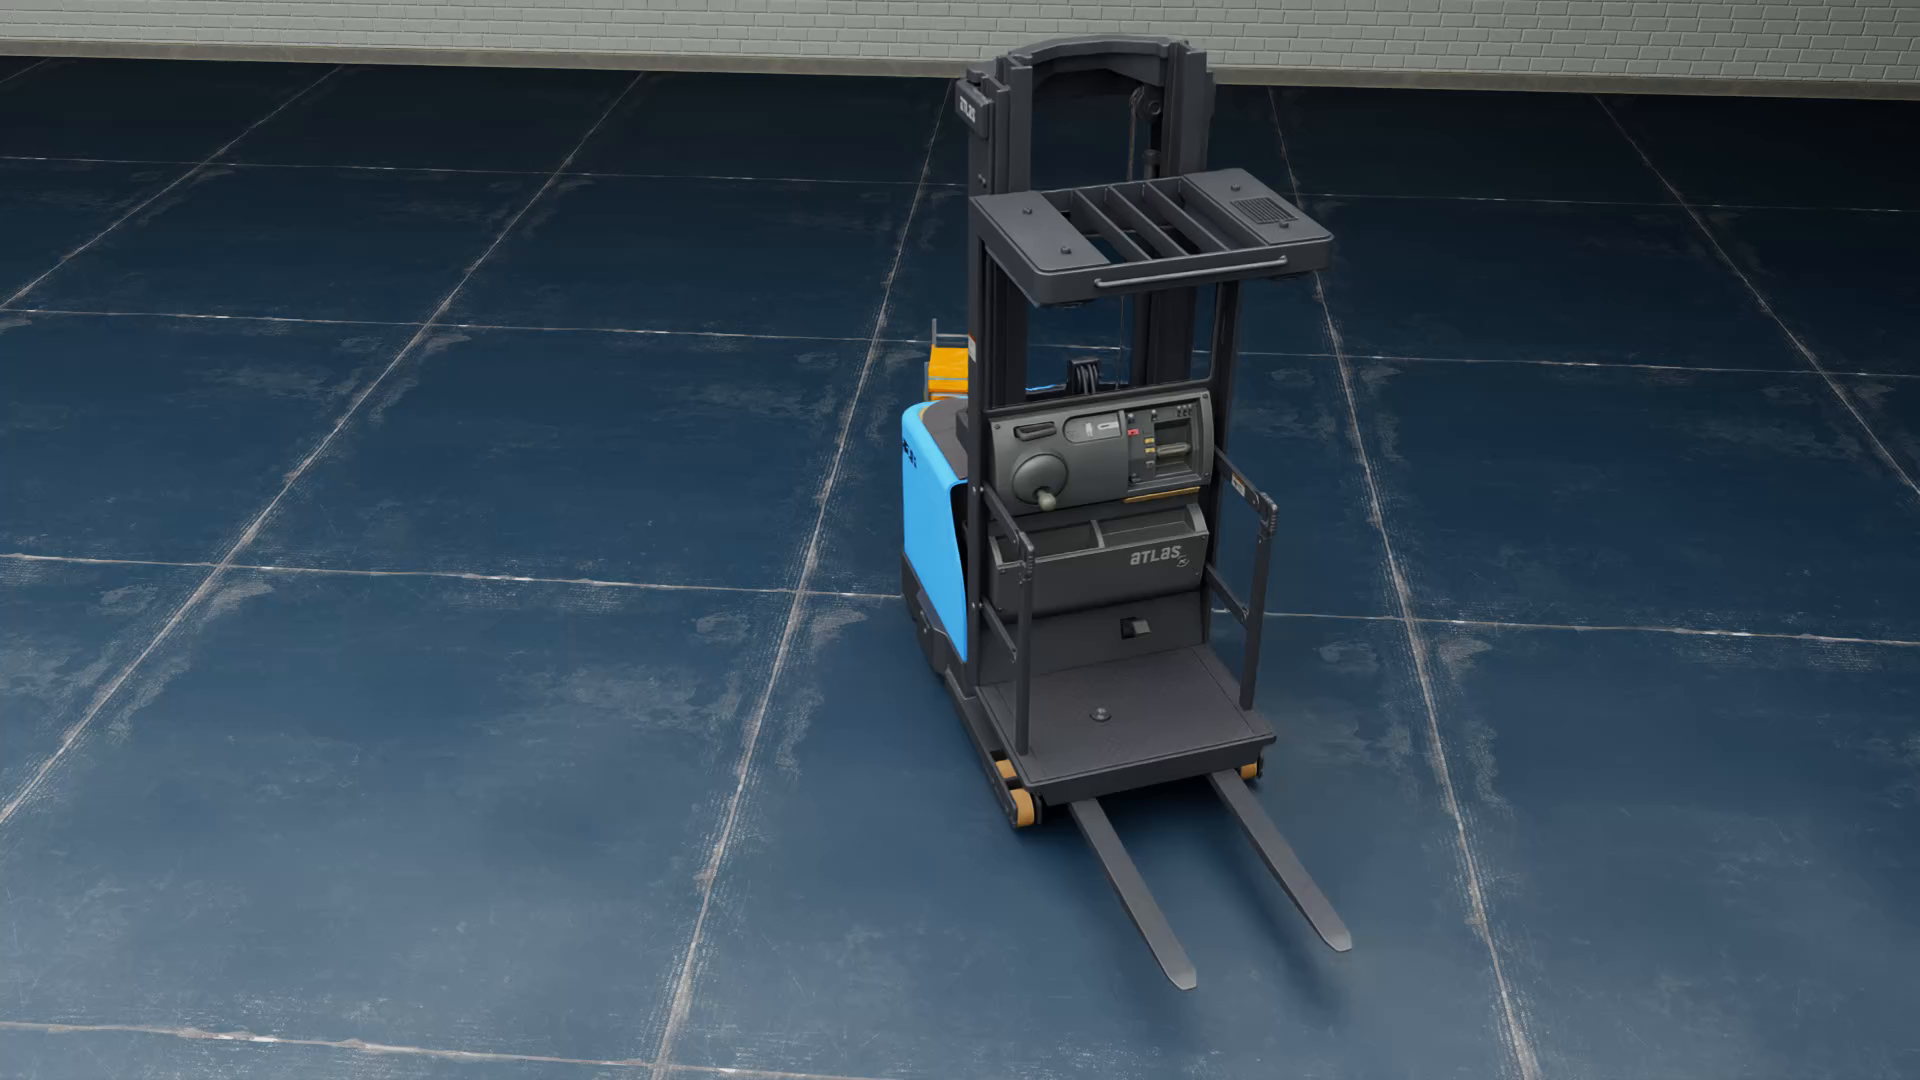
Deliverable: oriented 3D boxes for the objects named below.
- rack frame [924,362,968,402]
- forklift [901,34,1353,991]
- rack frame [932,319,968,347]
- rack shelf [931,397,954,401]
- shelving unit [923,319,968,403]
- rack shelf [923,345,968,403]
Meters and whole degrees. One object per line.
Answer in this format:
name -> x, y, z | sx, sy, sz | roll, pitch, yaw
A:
rack frame -> -0.049, -0.321, 8.127 | 0.240, 1.200, 0.015 | 2, 32, 3
forklift -> 0.639, -0.301, 6.445 | 1.130, 2.935, 3.031 | -9, 33, -15
rack frame -> -0.017, -0.576, 8.542 | 0.240, 1.200, 0.015 | 2, 32, 3
rack shelf -> -0.033, -0.582, 8.252 | 0.258, 0.148, 0.480 | 2, 32, 3
shelving unit -> -0.033, -0.449, 8.334 | 0.258, 1.200, 0.503 | 2, 32, 3
rack shelf -> -0.033, -0.783, 8.128 | 0.258, 0.148, 0.480 | 2, 32, 3
